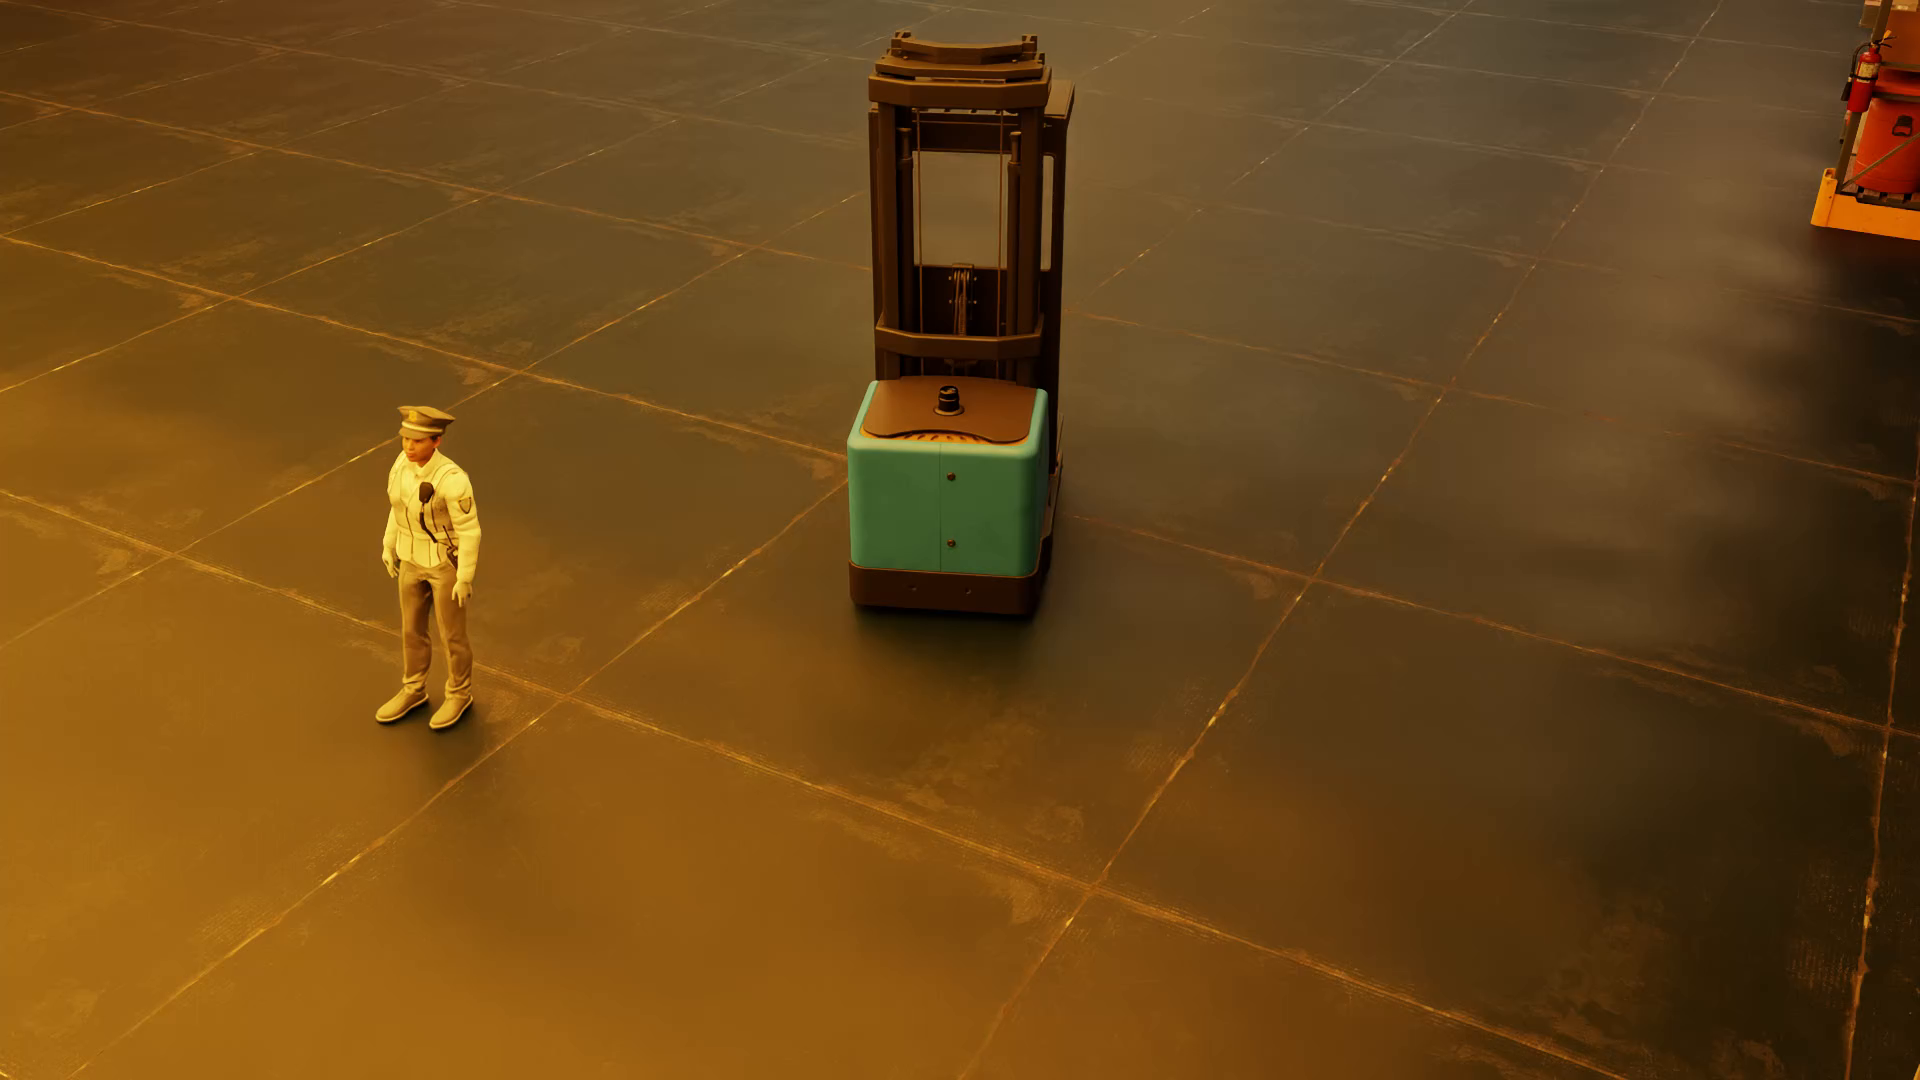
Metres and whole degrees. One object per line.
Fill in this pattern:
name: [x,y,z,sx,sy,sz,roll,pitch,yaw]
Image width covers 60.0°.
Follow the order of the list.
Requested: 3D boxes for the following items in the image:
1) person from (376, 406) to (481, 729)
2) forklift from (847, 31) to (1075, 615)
person: [-2.596,0.140,8.055,0.578,1.698,0.526,17,34,27]
forklift: [0.072,-1.572,9.794,1.130,2.935,3.031,3,30,6]
